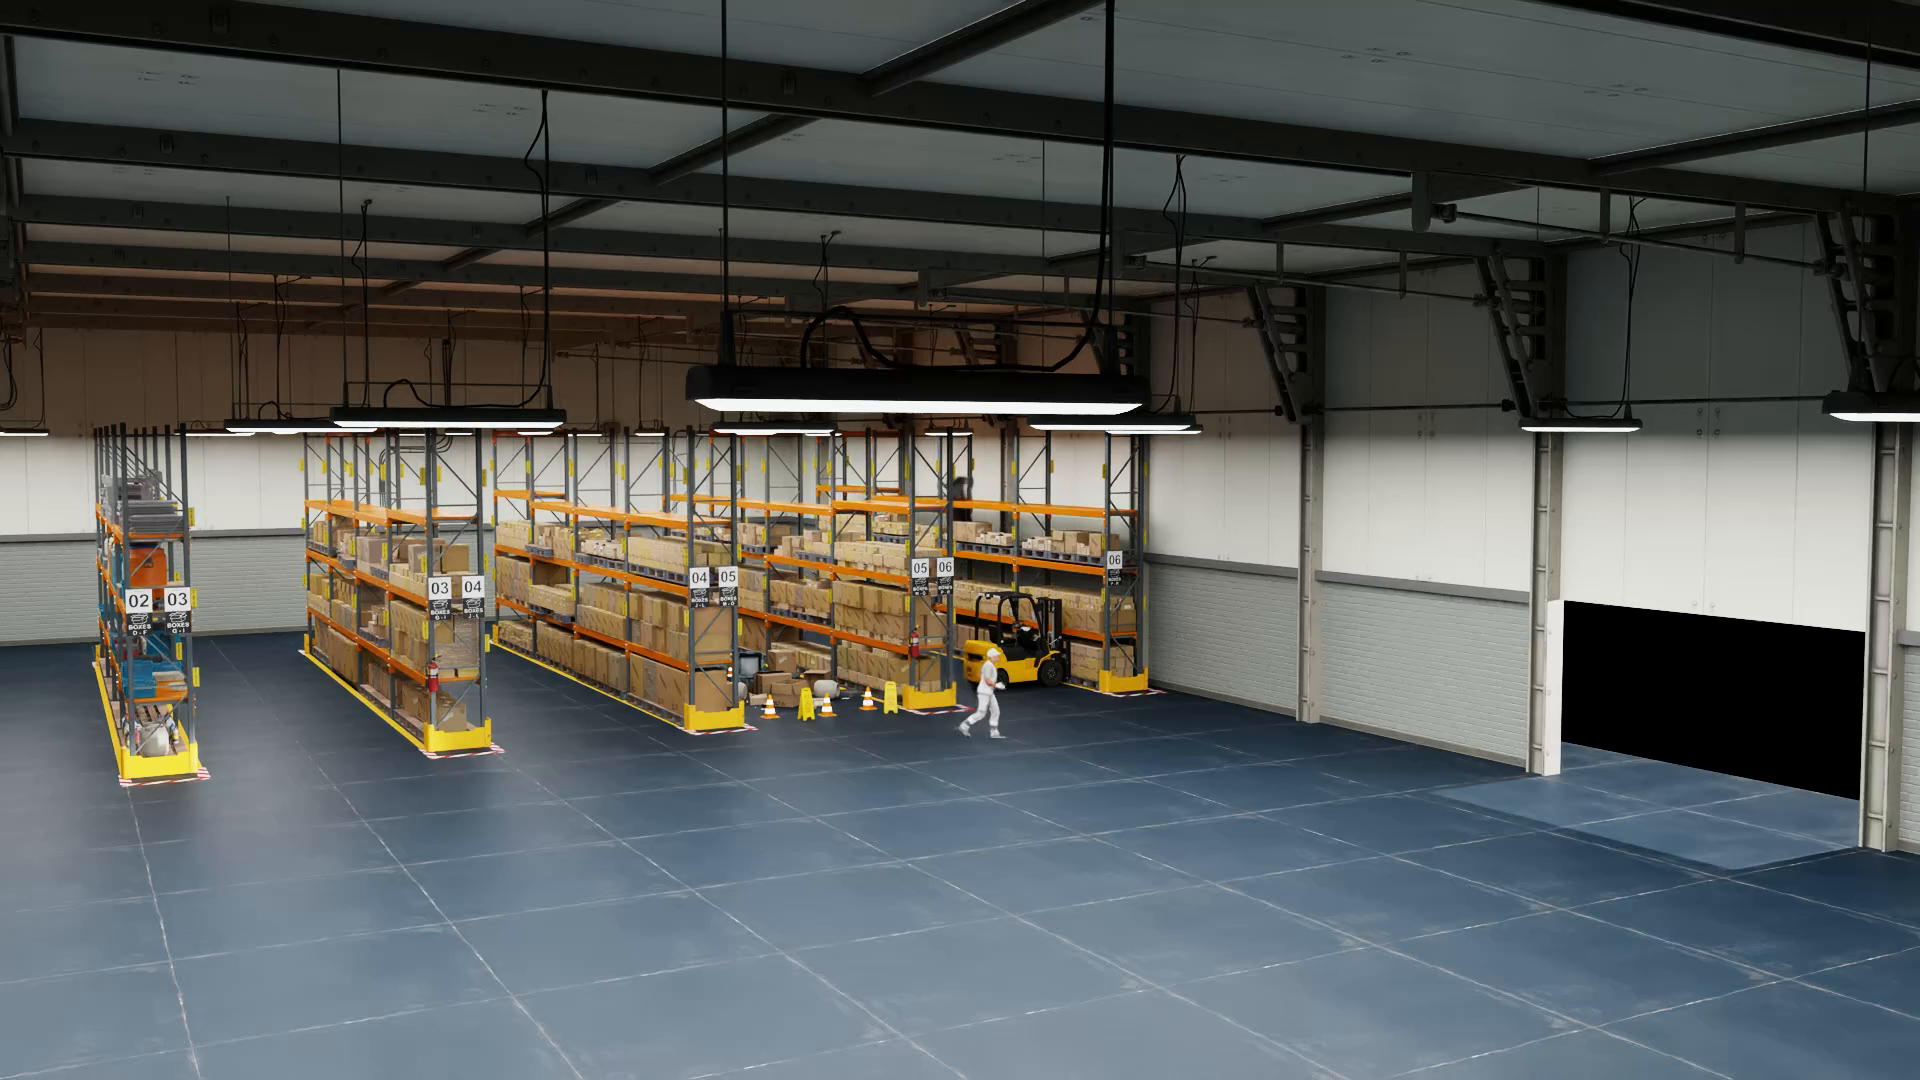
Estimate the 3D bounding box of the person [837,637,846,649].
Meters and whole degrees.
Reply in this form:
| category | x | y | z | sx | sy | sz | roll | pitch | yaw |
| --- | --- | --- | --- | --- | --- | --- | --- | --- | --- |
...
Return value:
| category | x | y | z | sx | sy | sz | roll | pitch | yaw |
| --- | --- | --- | --- | --- | --- | --- | --- | --- | --- |
| person | -3.039 | 2.249 | 43.638 | 0.595 | 1.642 | 0.903 | -2 | 4 | -32 |

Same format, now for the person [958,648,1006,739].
| category | x | y | z | sx | sy | sz | roll | pitch | yaw |
| --- | --- | --- | --- | --- | --- | --- | --- | --- | --- |
| person | 0.431 | 2.932 | 31.656 | 0.930 | 1.752 | 0.669 | 1 | 4 | 10 |
